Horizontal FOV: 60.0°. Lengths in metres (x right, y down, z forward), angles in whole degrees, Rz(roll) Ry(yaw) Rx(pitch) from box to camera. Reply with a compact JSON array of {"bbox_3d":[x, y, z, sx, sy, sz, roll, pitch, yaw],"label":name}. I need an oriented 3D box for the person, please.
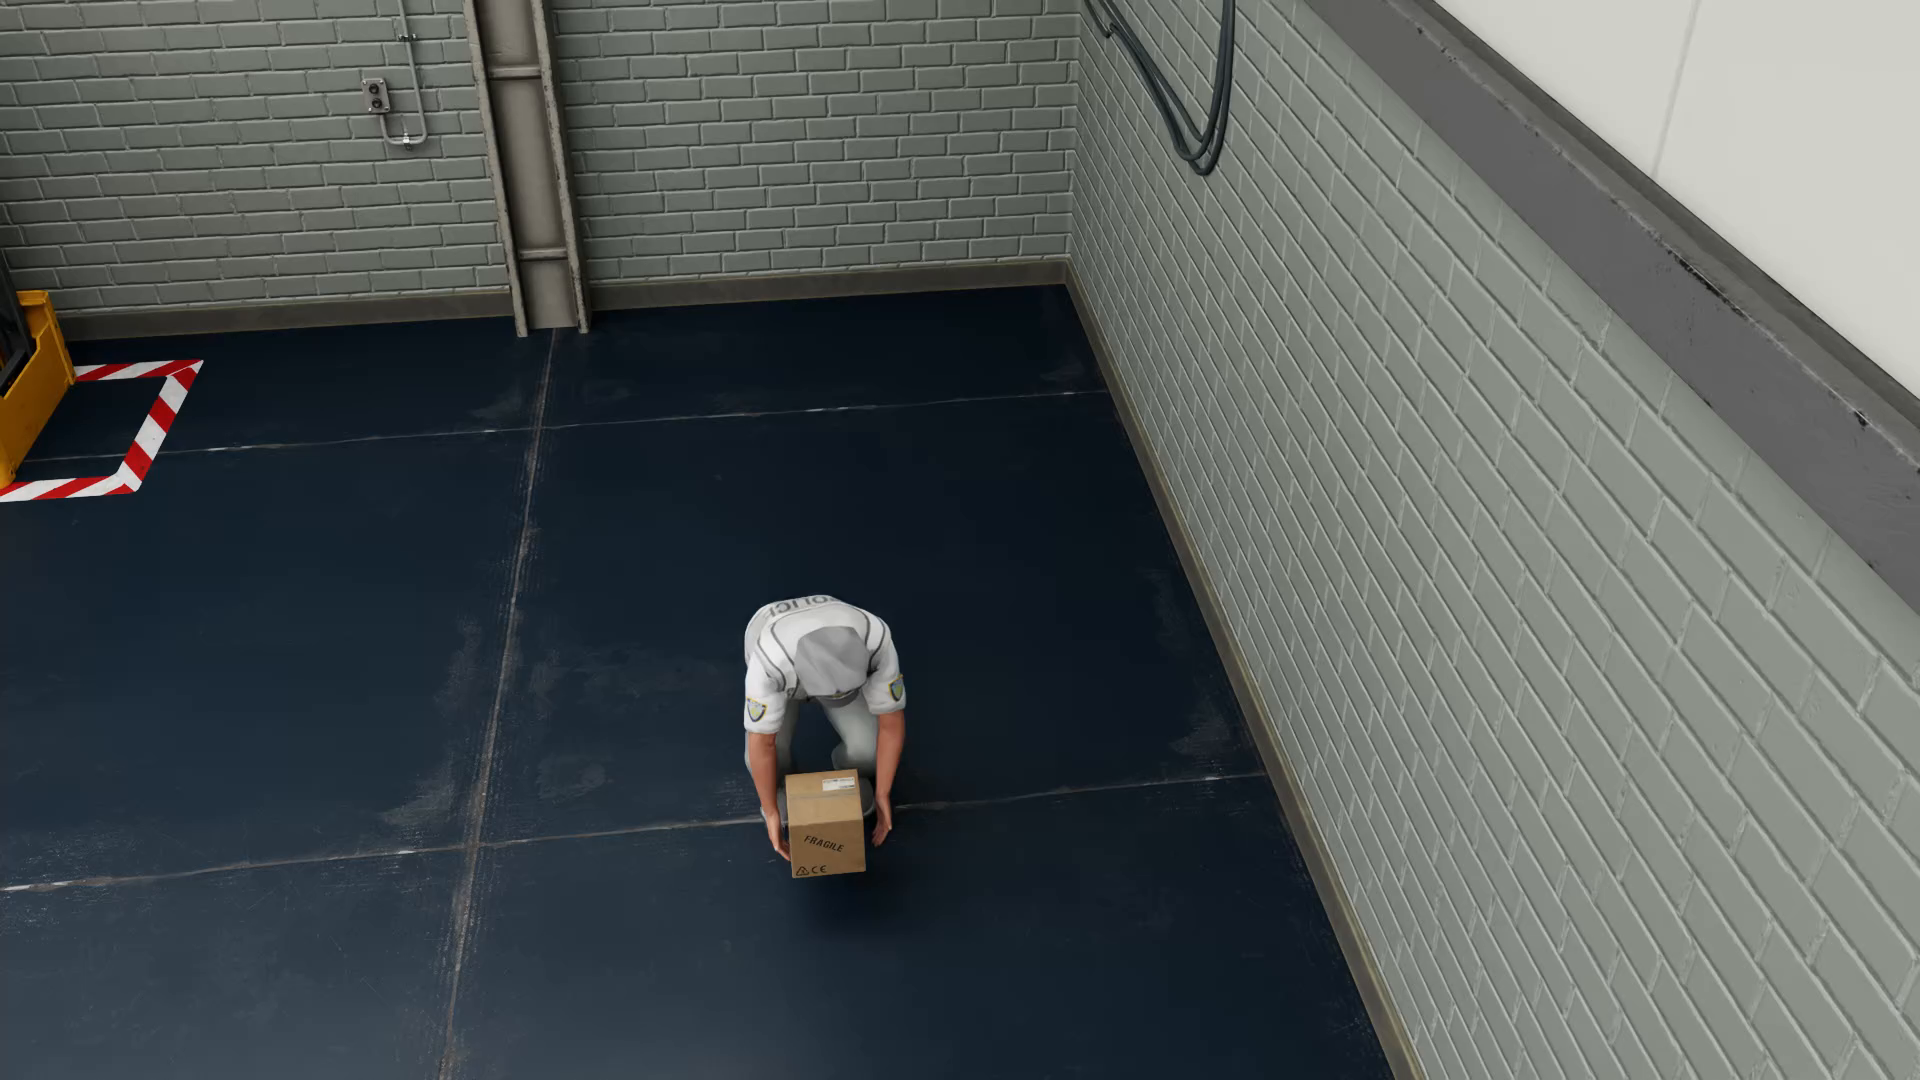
[{"bbox_3d":[-0.489,0.583,5.886,0.573,1.082,0.917,-4,35,-6],"label":"person"}]
